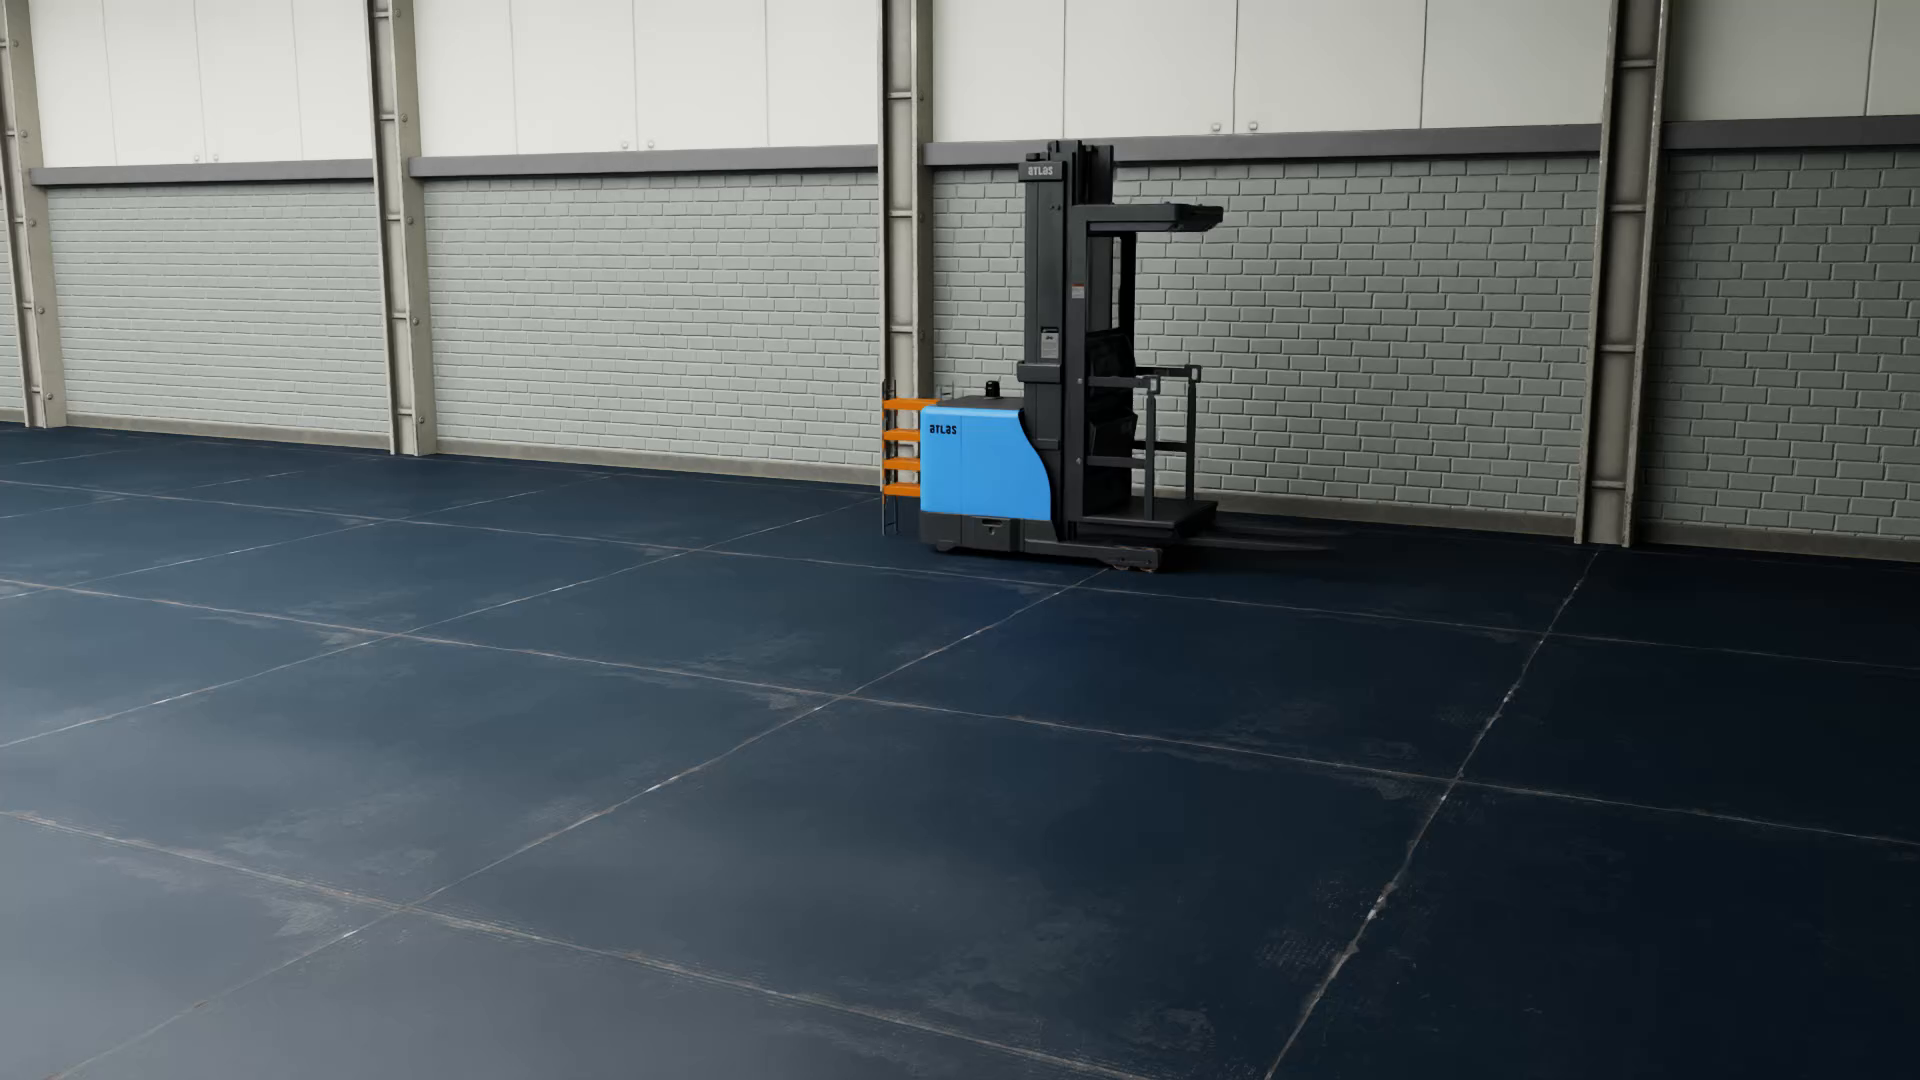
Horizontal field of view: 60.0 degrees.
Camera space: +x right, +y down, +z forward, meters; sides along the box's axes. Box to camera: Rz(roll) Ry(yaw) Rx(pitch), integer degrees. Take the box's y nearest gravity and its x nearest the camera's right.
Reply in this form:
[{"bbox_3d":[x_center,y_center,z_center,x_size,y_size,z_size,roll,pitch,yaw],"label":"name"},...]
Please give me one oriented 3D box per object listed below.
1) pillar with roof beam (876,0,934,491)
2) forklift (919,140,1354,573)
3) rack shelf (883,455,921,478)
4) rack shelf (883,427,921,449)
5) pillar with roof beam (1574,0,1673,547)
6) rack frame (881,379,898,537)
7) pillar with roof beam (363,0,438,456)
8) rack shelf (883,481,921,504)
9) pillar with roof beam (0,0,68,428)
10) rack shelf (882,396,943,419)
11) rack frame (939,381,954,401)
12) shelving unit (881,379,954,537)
[{"bbox_3d":[-2.387,-4.199,10.661,0.400,9.000,9.100,5,11,26],"label":"pillar with roof beam"},{"bbox_3d":[1.260,-1.324,11.817,3.031,2.935,1.130,5,11,24],"label":"forklift"},{"bbox_3d":[-0.322,-0.550,12.778,0.480,0.148,0.258,5,11,24],"label":"rack shelf"},{"bbox_3d":[-0.322,-0.770,12.739,0.480,0.148,0.258,5,11,24],"label":"rack shelf"},{"bbox_3d":[2.993,-3.726,8.049,0.400,9.000,9.100,5,11,26],"label":"pillar with roof beam"},{"bbox_3d":[-0.545,-0.634,12.864,0.015,1.200,0.240,5,11,24],"label":"rack frame"},{"bbox_3d":[-7.768,-4.671,13.274,0.400,9.000,9.100,5,11,26],"label":"pillar with roof beam"},{"bbox_3d":[-0.322,-0.355,12.814,0.480,0.148,0.258,5,11,24],"label":"rack shelf"},{"bbox_3d":[-13.149,-5.144,15.886,0.400,9.000,9.100,5,11,26],"label":"pillar with roof beam"},{"bbox_3d":[-0.322,-1.003,12.697,0.480,0.148,0.258,5,11,24],"label":"rack shelf"},{"bbox_3d":[-0.099,-0.599,12.669,0.015,1.200,0.240,5,11,24],"label":"rack frame"},{"bbox_3d":[-0.322,-0.616,12.766,0.503,1.200,0.258,5,11,24],"label":"shelving unit"}]
